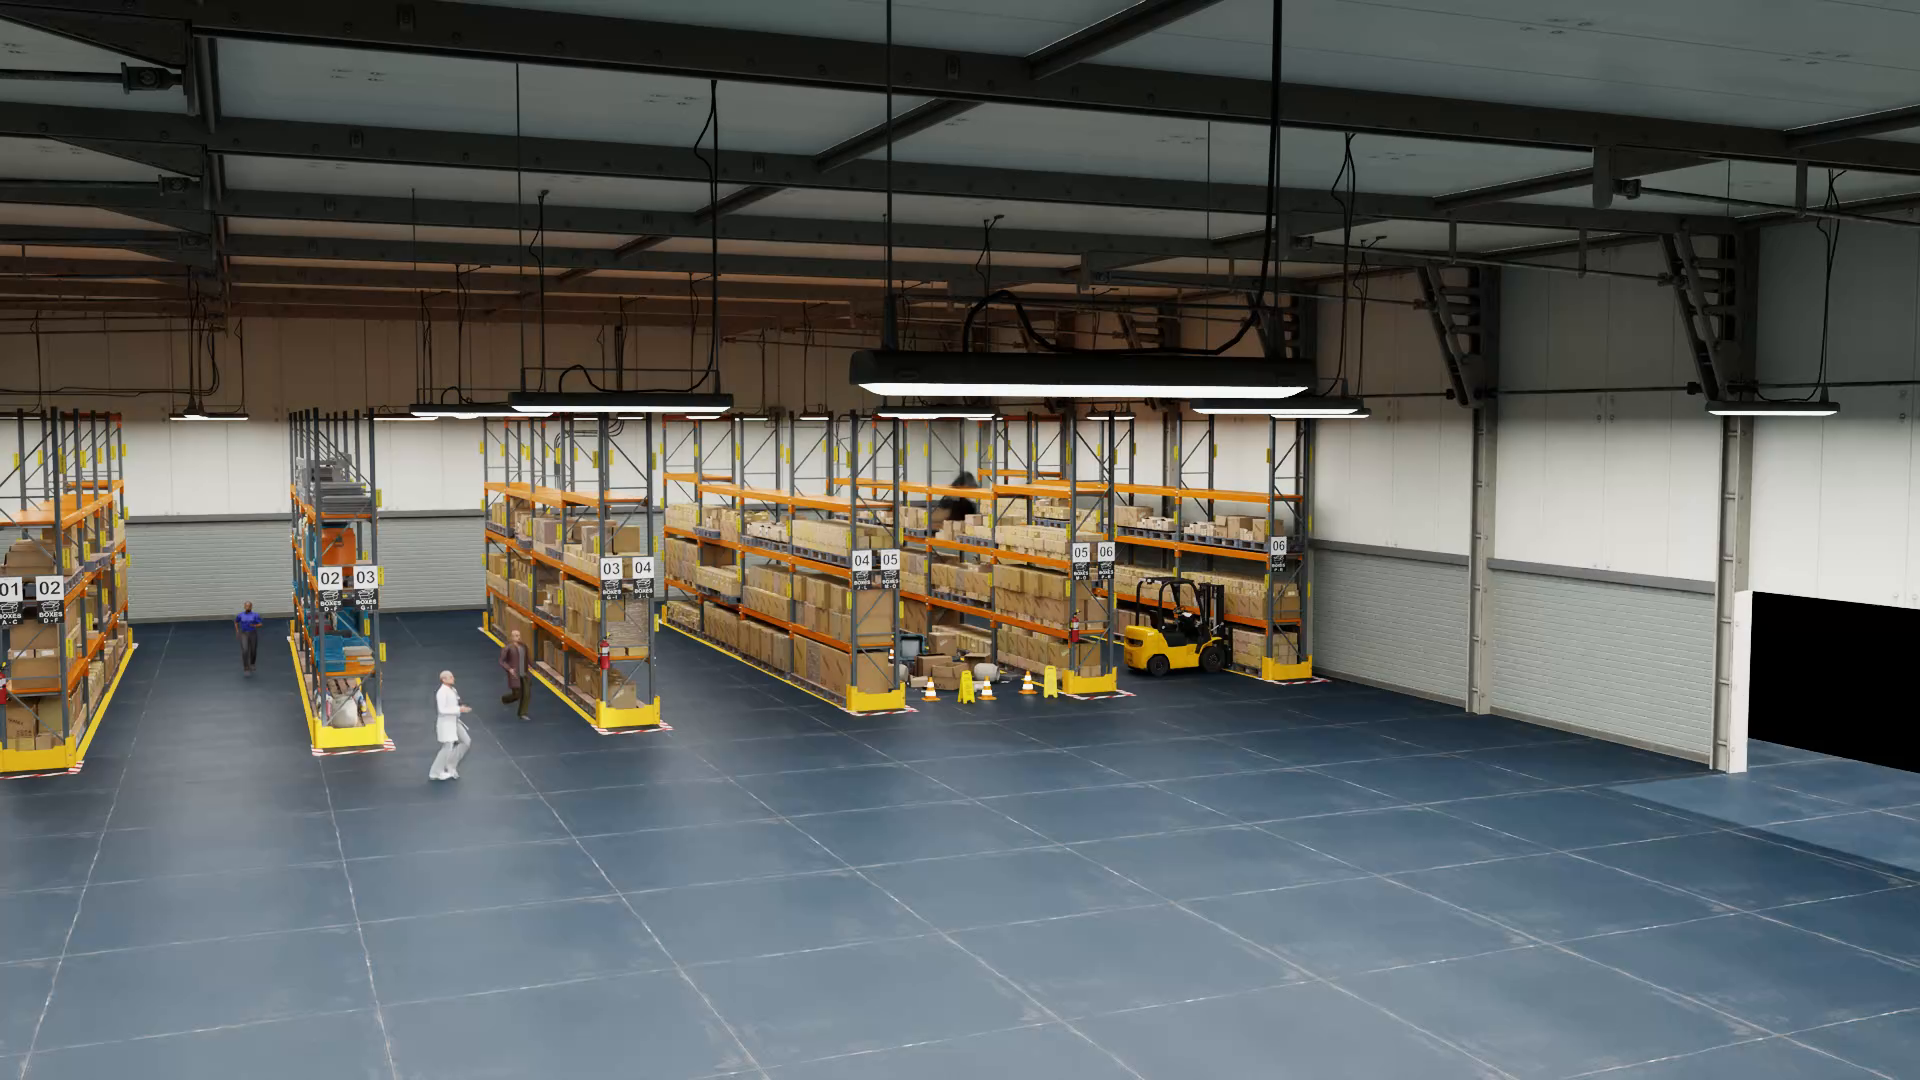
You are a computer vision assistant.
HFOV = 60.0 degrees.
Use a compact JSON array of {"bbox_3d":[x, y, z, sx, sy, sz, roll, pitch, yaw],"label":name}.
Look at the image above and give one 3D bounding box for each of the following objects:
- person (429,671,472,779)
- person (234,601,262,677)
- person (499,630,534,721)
[{"bbox_3d":[-8.156,2.978,26.692,0.754,1.775,0.674,0,4,4],"label":"person"},{"bbox_3d":[-16.191,2.234,37.862,0.570,1.638,0.910,-2,4,-26],"label":"person"},{"bbox_3d":[-8.561,2.606,32.123,0.799,1.739,0.723,3,5,41],"label":"person"}]
